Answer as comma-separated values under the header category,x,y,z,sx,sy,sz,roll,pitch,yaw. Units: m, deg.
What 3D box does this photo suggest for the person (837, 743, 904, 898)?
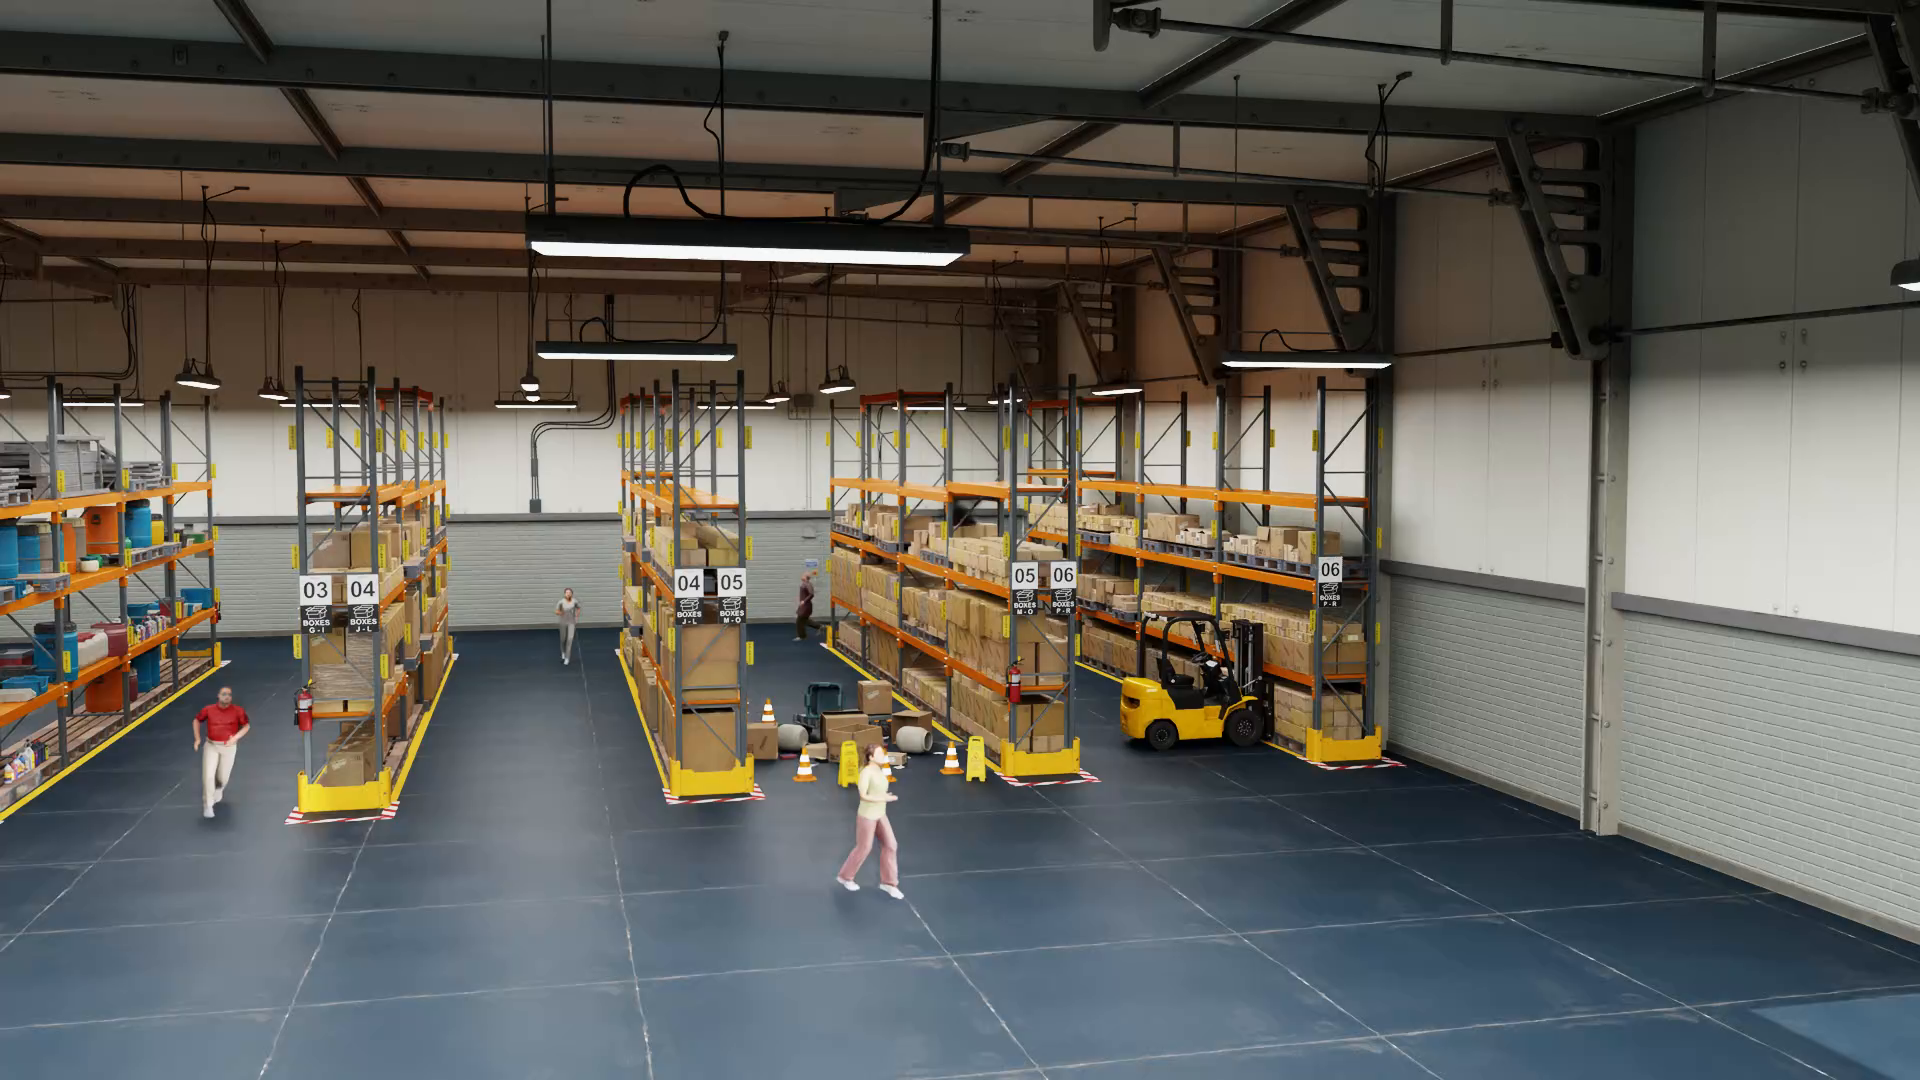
category,x,y,z,sx,sy,sz,roll,pitch,yaw
person,-0.993,3.080,18.275,0.774,1.730,0.588,1,4,24

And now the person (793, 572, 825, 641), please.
category,x,y,z,sx,sy,sz,roll,pitch,yaw
person,-3.774,1.664,41.524,0.808,1.756,0.728,0,3,-4

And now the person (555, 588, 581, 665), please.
category,x,y,z,sx,sy,sz,roll,pitch,yaw
person,-8.832,1.917,37.458,0.575,1.680,0.963,-1,3,-13

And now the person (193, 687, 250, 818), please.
category,x,y,z,sx,sy,sz,roll,pitch,yaw
person,-9.985,2.838,22.494,0.704,1.725,0.822,-1,4,-23
